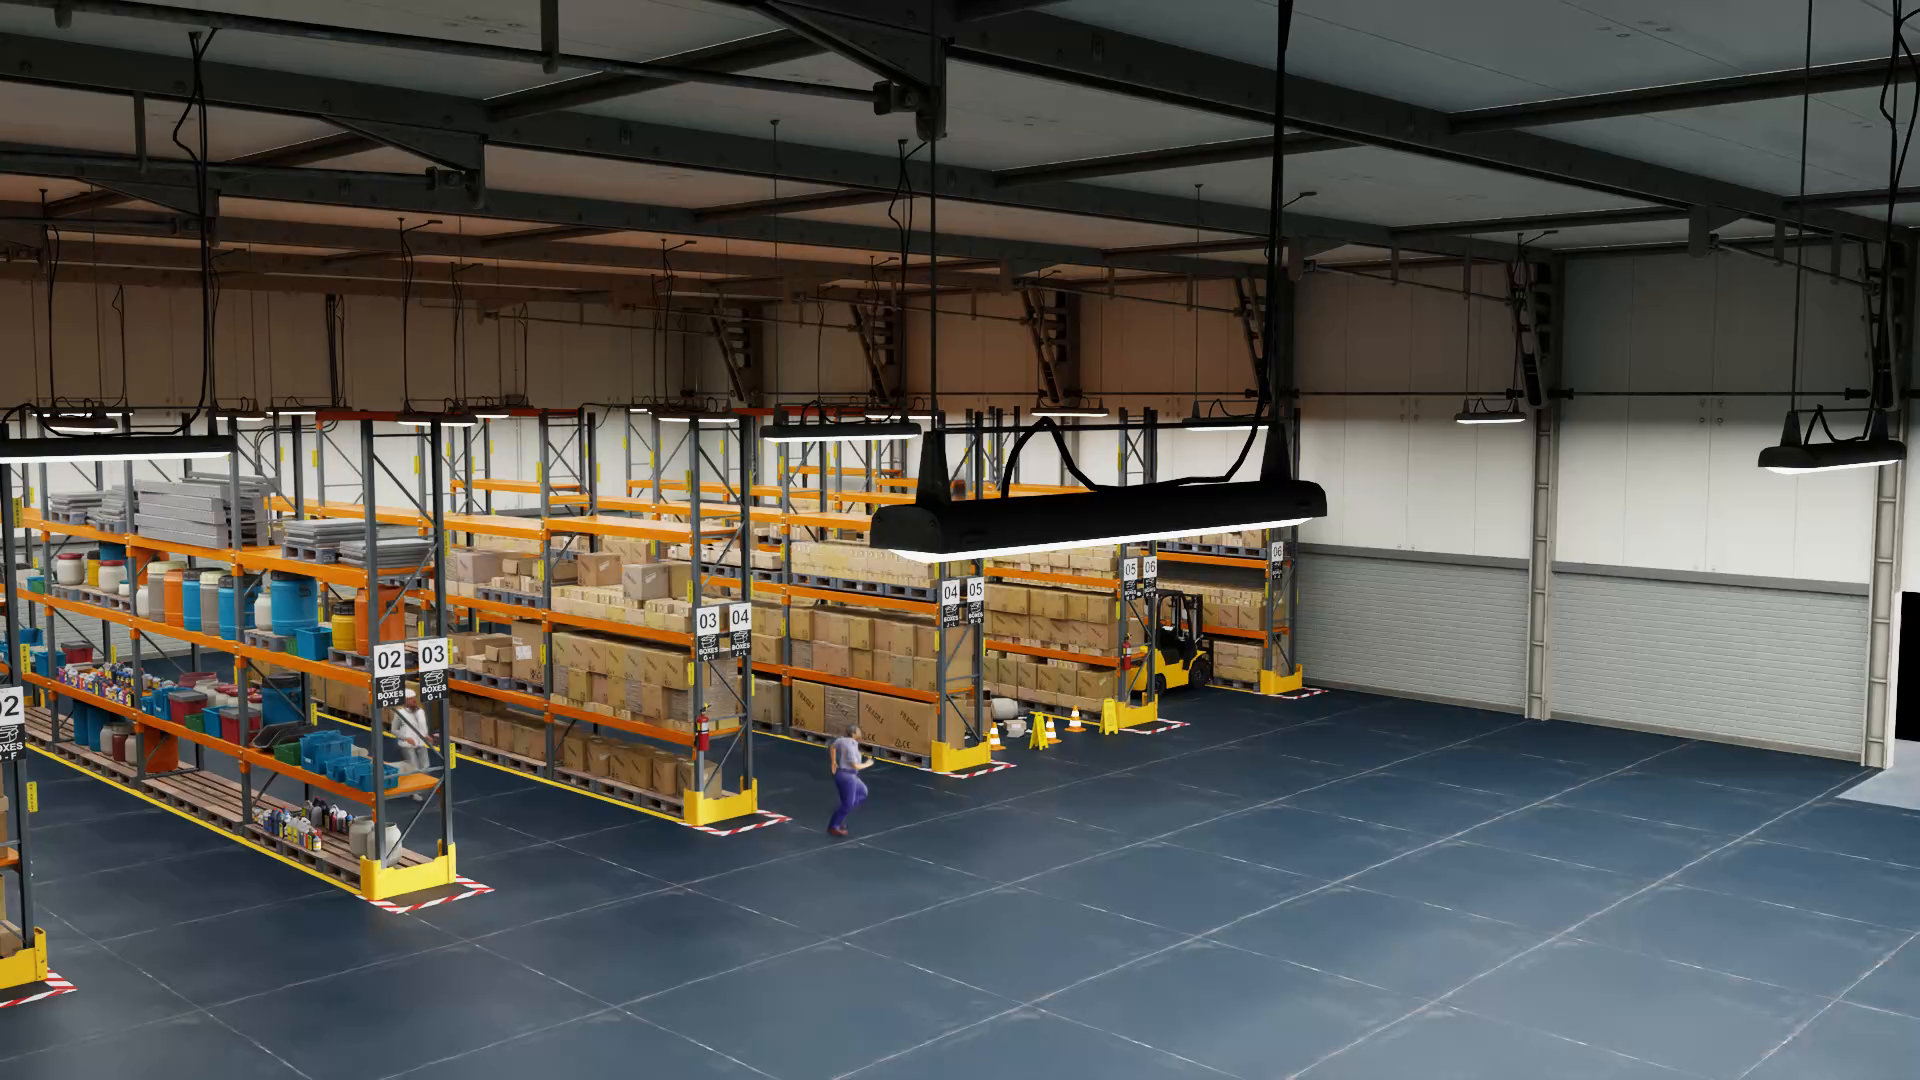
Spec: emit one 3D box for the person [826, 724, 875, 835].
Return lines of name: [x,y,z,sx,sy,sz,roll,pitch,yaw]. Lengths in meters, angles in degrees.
person: [-1.574,3.418,23.832,0.694,1.598,0.643,-1,5,-13]

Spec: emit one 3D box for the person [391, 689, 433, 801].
person: [-8.538,3.186,25.897,0.585,1.731,0.661,4,6,38]
